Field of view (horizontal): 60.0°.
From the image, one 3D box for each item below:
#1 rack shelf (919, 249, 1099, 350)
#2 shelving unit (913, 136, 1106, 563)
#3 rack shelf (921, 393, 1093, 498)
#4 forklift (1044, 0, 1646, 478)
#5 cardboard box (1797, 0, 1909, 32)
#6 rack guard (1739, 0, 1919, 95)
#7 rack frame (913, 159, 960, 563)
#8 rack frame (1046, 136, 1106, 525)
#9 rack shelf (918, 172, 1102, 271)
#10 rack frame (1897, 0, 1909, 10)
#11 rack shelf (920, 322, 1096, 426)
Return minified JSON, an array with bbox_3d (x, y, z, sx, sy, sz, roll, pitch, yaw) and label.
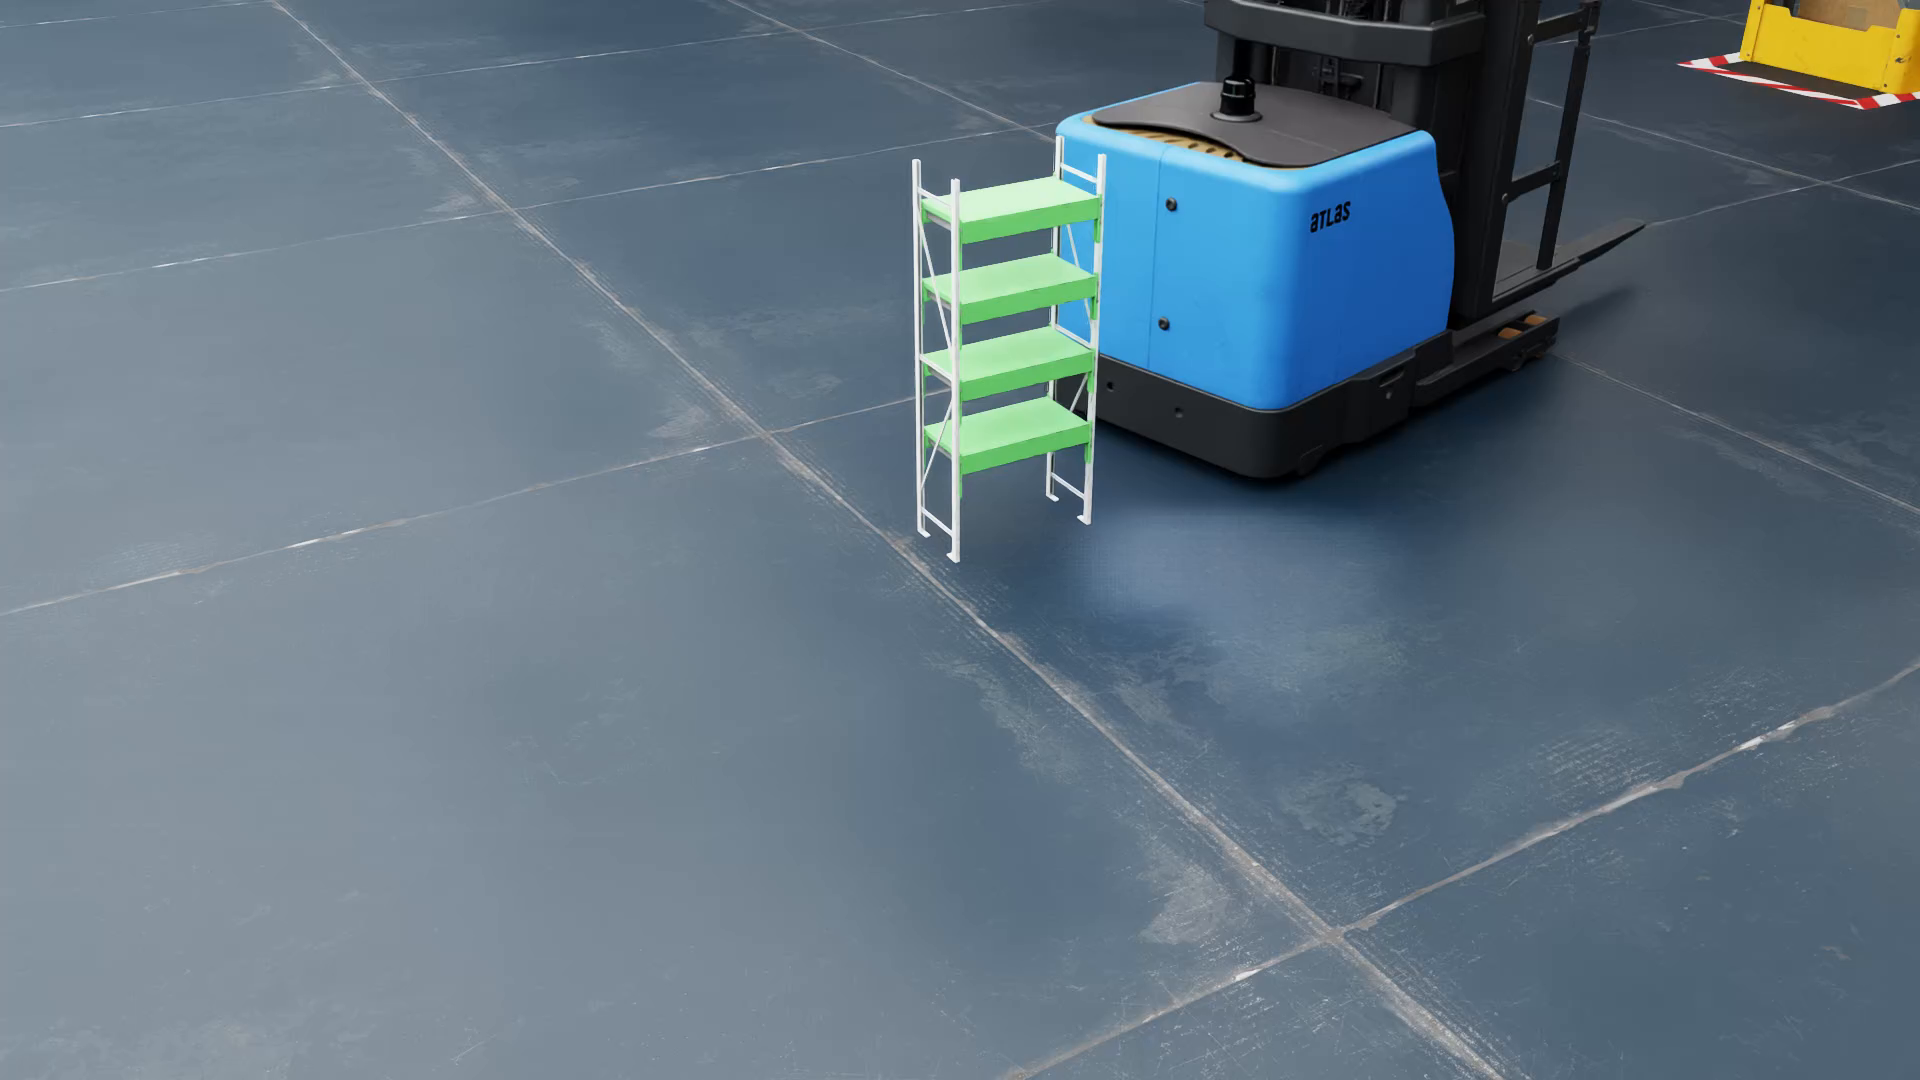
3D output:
[{"bbox_3d":[0.143,-0.720,4.948,0.480,0.148,0.258,-16,33,-26],"label":"rack shelf"},{"bbox_3d":[0.143,-0.566,5.034,0.503,1.200,0.258,-16,33,-26],"label":"shelving unit"},{"bbox_3d":[0.143,-0.300,5.180,0.480,0.148,0.258,-16,33,-26],"label":"rack shelf"},{"bbox_3d":[1.712,-2.094,6.011,3.031,2.935,1.130,-25,38,-38],"label":"forklift"},{"bbox_3d":[6.168,-3.772,10.745,0.875,0.875,0.875,-16,33,-26],"label":"cardboard box"},{"bbox_3d":[5.596,-3.225,10.576,0.348,0.500,1.175,-16,33,-26],"label":"rack guard"},{"bbox_3d":[-0.068,-0.506,4.925,0.015,1.200,0.240,-16,33,-26],"label":"rack frame"},{"bbox_3d":[0.353,-0.626,5.142,0.015,1.200,0.240,-16,33,-26],"label":"rack frame"},{"bbox_3d":[0.143,-0.930,4.832,0.480,0.148,0.258,-16,33,-26],"label":"rack shelf"},{"bbox_3d":[5.615,-4.326,9.985,0.053,2.616,0.949,-16,33,-26],"label":"rack frame"},{"bbox_3d":[0.143,-0.510,5.064,0.480,0.148,0.258,-16,33,-26],"label":"rack shelf"}]
